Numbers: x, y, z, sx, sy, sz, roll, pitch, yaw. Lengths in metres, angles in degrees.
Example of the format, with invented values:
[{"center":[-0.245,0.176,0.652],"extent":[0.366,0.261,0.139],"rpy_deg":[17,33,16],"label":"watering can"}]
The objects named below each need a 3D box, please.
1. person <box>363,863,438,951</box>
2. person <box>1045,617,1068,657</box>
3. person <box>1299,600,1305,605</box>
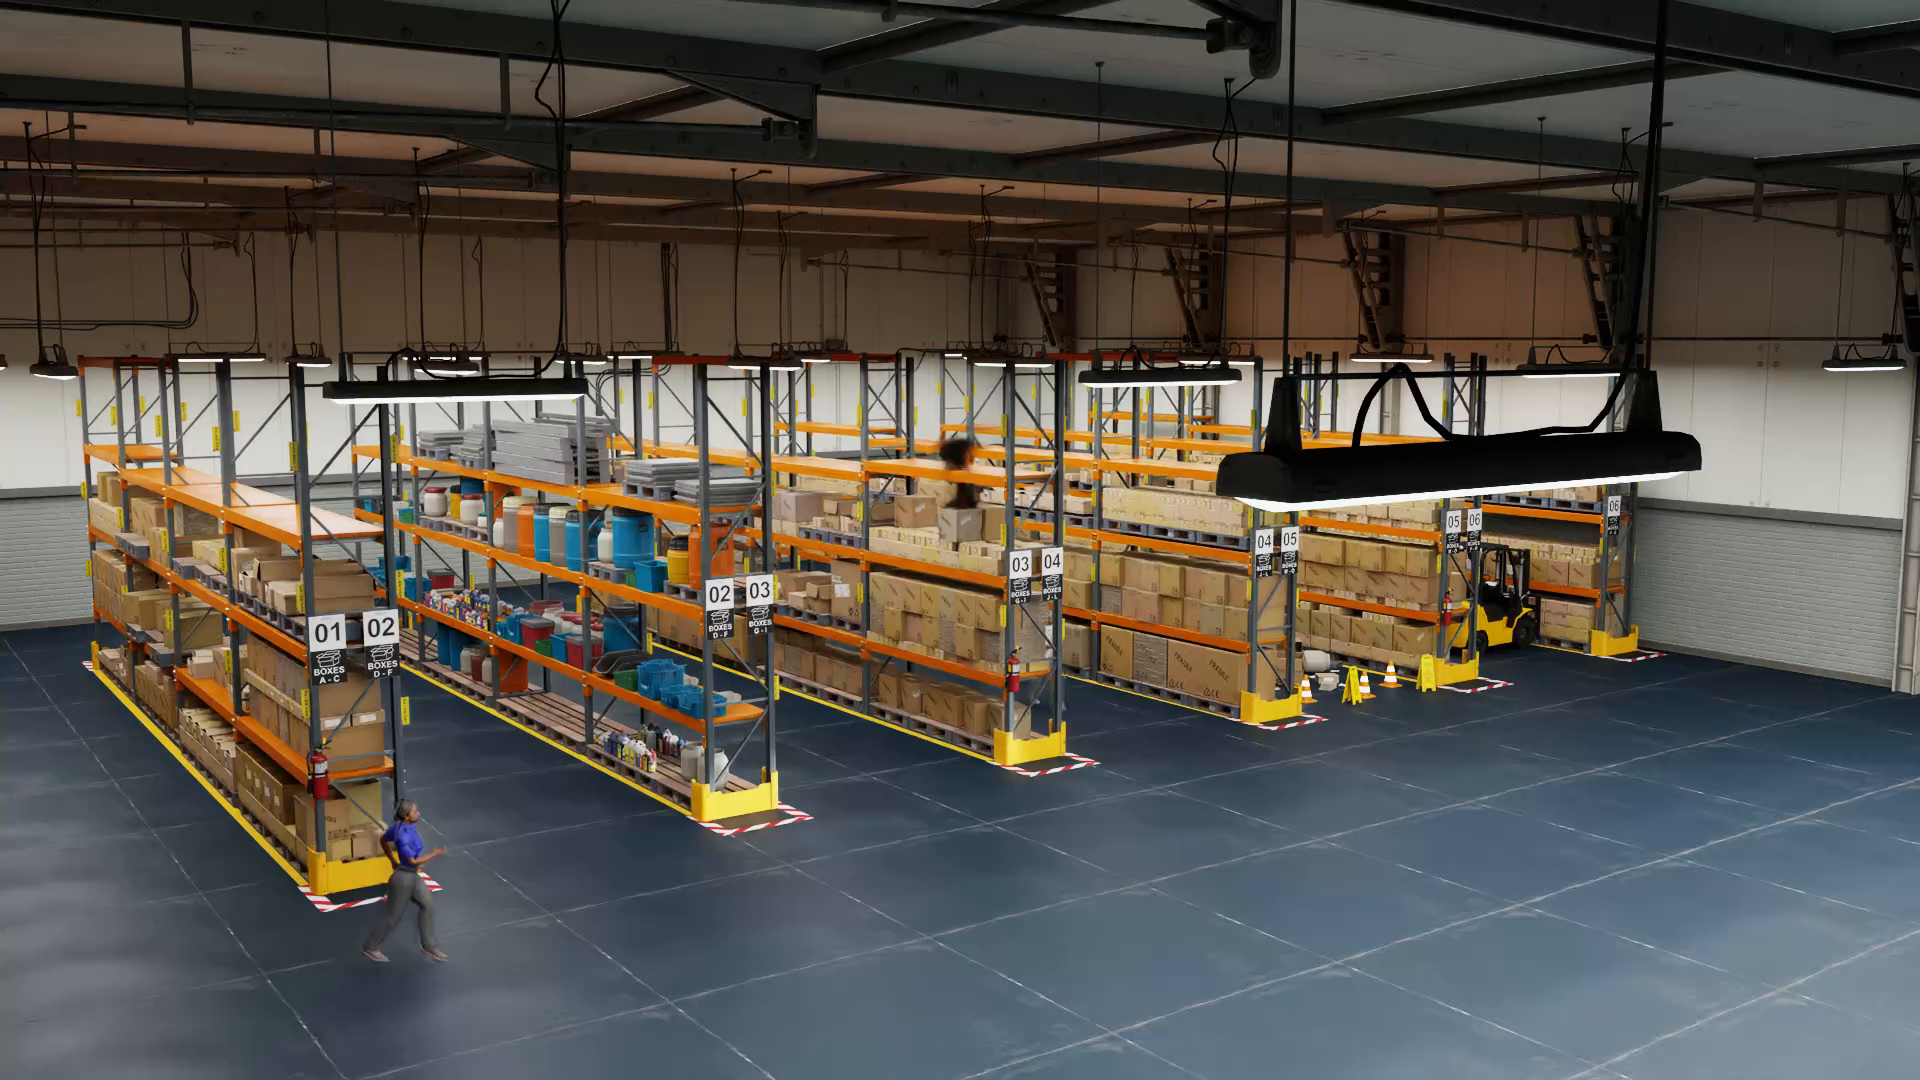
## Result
[{"center":[-5.532,3.701,16.854],"extent":[0.421,0.917,0.370],"rpy_deg":[-1,7,-10],"label":"person"},{"center":[1.597,1.635,28.394],"extent":[0.658,0.844,0.556],"rpy_deg":[6,9,43],"label":"person"},{"center":[7.901,1.132,36.724],"extent":[0.899,1.541,0.390],"rpy_deg":[7,10,44],"label":"person"}]
